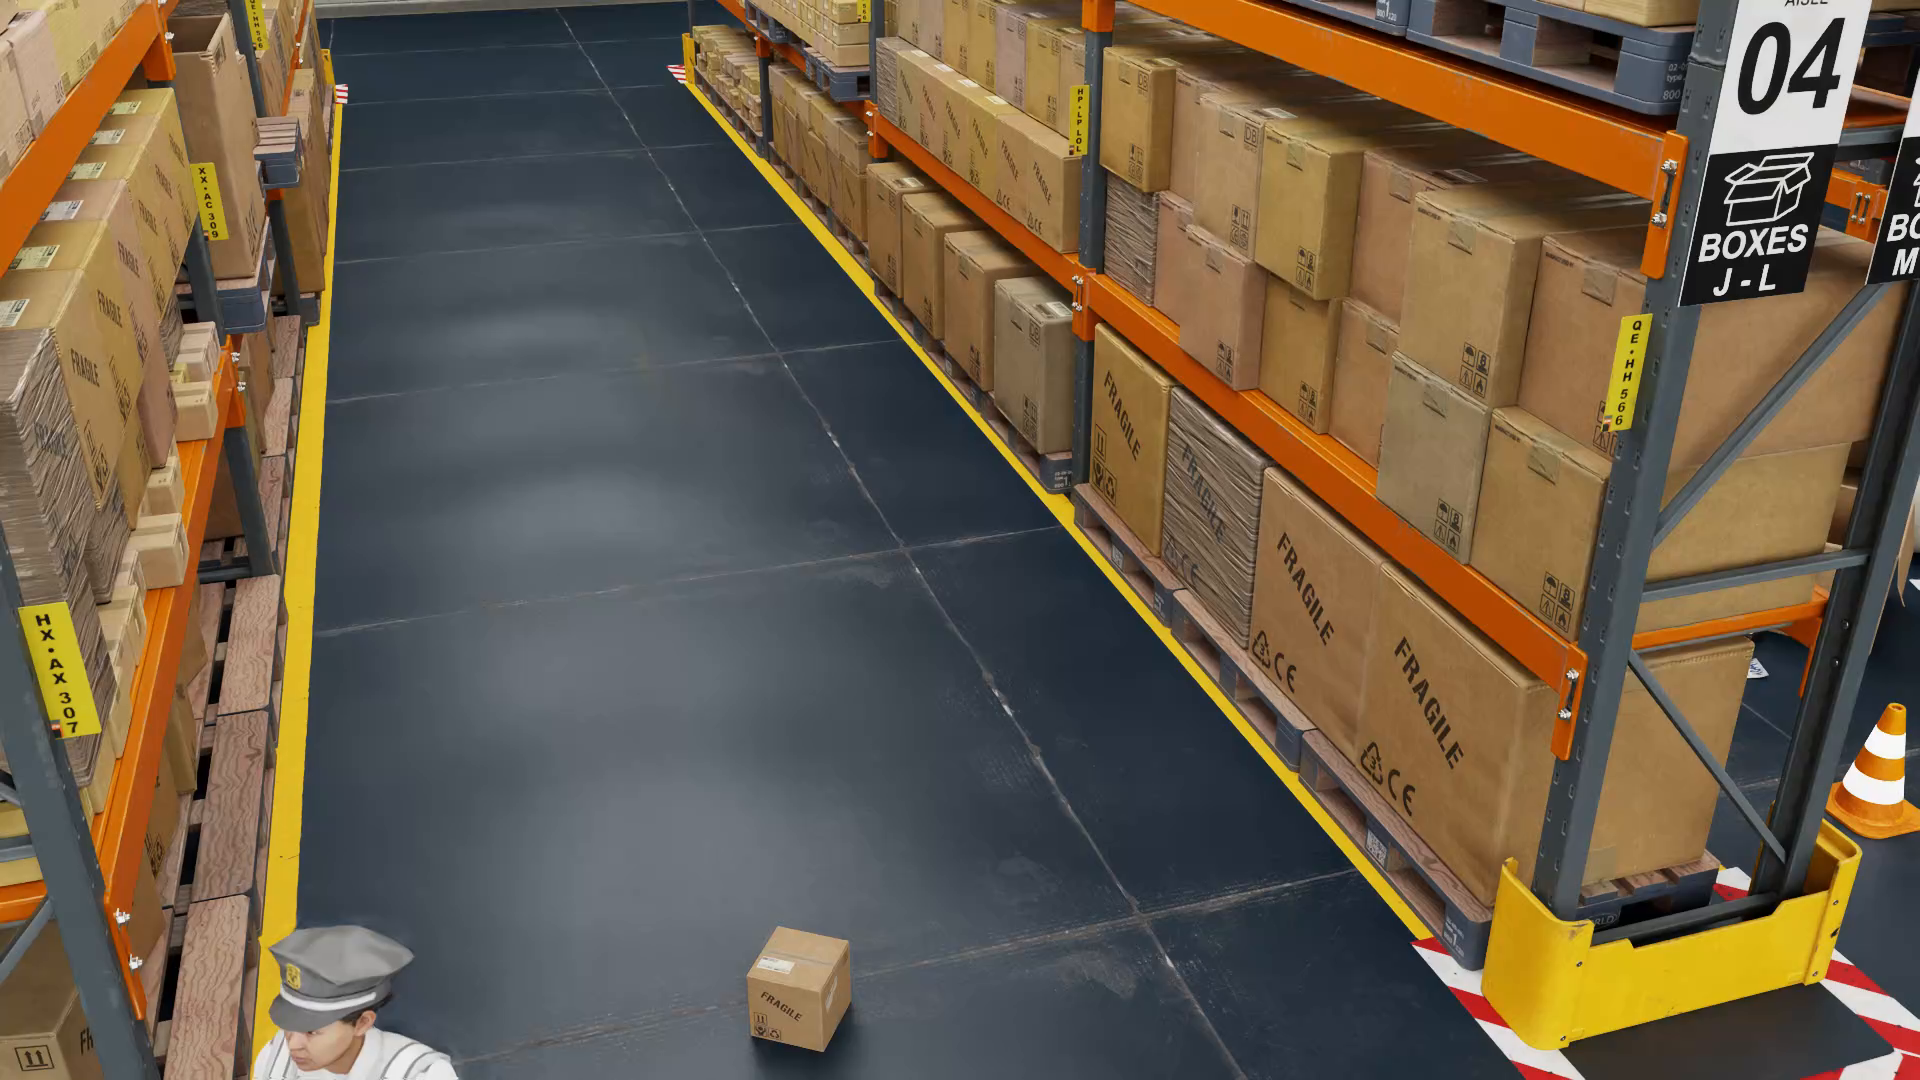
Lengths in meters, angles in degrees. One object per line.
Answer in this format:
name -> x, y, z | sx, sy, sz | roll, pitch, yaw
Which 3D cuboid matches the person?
person -> -1.283, 1.544, 3.455 | 0.526, 1.637, 0.986 | 8, 28, 16
